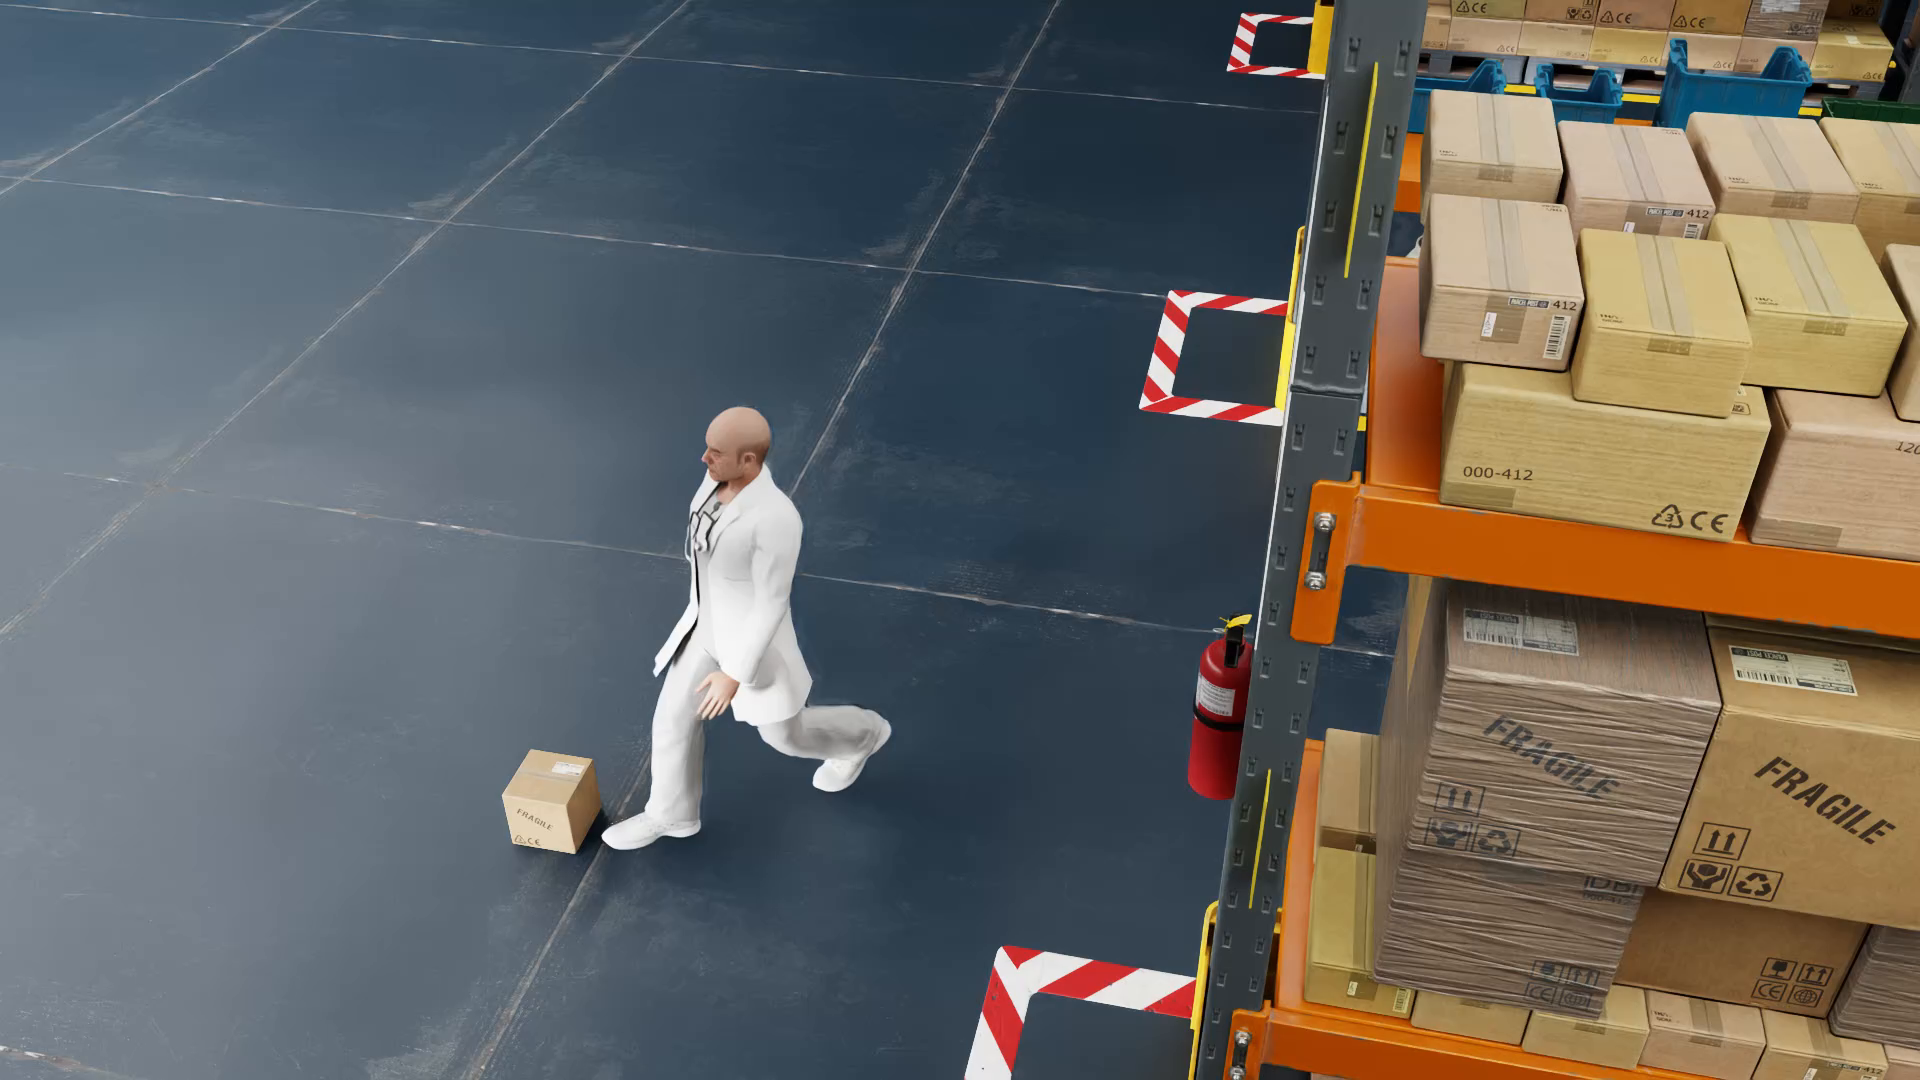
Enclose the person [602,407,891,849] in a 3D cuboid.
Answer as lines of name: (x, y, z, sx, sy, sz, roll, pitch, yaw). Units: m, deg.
person: (-0.764, 0.323, 5.741, 1.109, 1.723, 0.578, -26, 43, -31)
